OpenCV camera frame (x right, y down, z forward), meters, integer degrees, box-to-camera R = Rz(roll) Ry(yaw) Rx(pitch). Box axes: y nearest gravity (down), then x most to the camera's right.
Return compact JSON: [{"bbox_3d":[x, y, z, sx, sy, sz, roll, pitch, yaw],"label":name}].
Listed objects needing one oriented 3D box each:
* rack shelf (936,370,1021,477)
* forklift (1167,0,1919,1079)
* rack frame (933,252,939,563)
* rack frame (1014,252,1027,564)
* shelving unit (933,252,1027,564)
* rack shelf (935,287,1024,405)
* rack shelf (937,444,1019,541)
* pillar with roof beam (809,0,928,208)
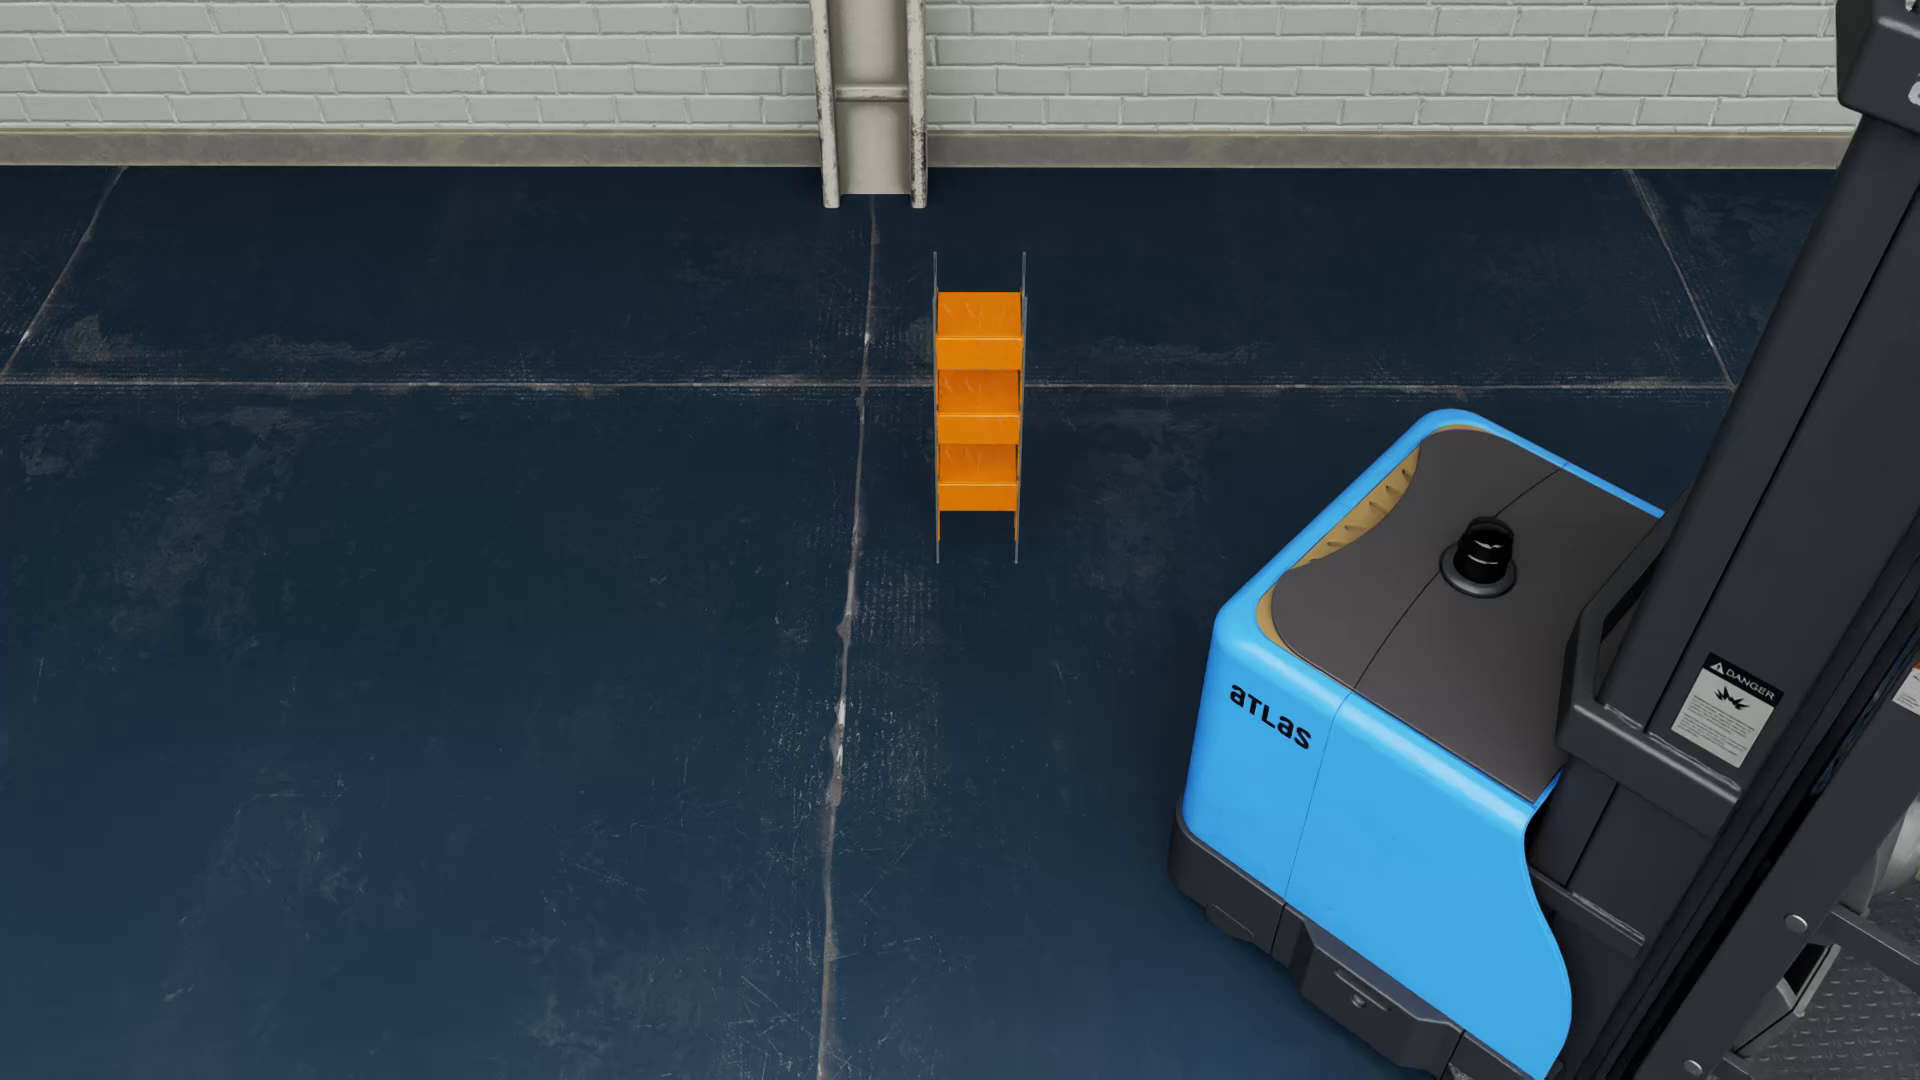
[{"bbox_3d":[0.054,-0.350,4.873,0.240,0.259,0.215,0,47,0],"label":"rack shelf"},{"bbox_3d":[1.972,0.369,2.904,3.031,2.935,1.130,34,55,27],"label":"forklift"},{"bbox_3d":[-0.068,-0.358,4.866,0.008,1.050,0.200,0,47,0],"label":"rack frame"},{"bbox_3d":[0.176,-0.357,4.865,0.008,1.050,0.200,0,47,0],"label":"rack frame"},{"bbox_3d":[0.054,-0.358,4.866,0.252,1.050,0.215,0,47,0],"label":"shelving unit"},{"bbox_3d":[0.054,-0.544,4.666,0.240,0.259,0.215,0,47,0],"label":"rack shelf"},{"bbox_3d":[0.054,-0.161,5.077,0.240,0.259,0.215,0,47,0],"label":"rack shelf"},{"bbox_3d":[-0.344,-1.317,0.328,0.400,9.000,9.100,0,47,0],"label":"pillar with roof beam"}]
